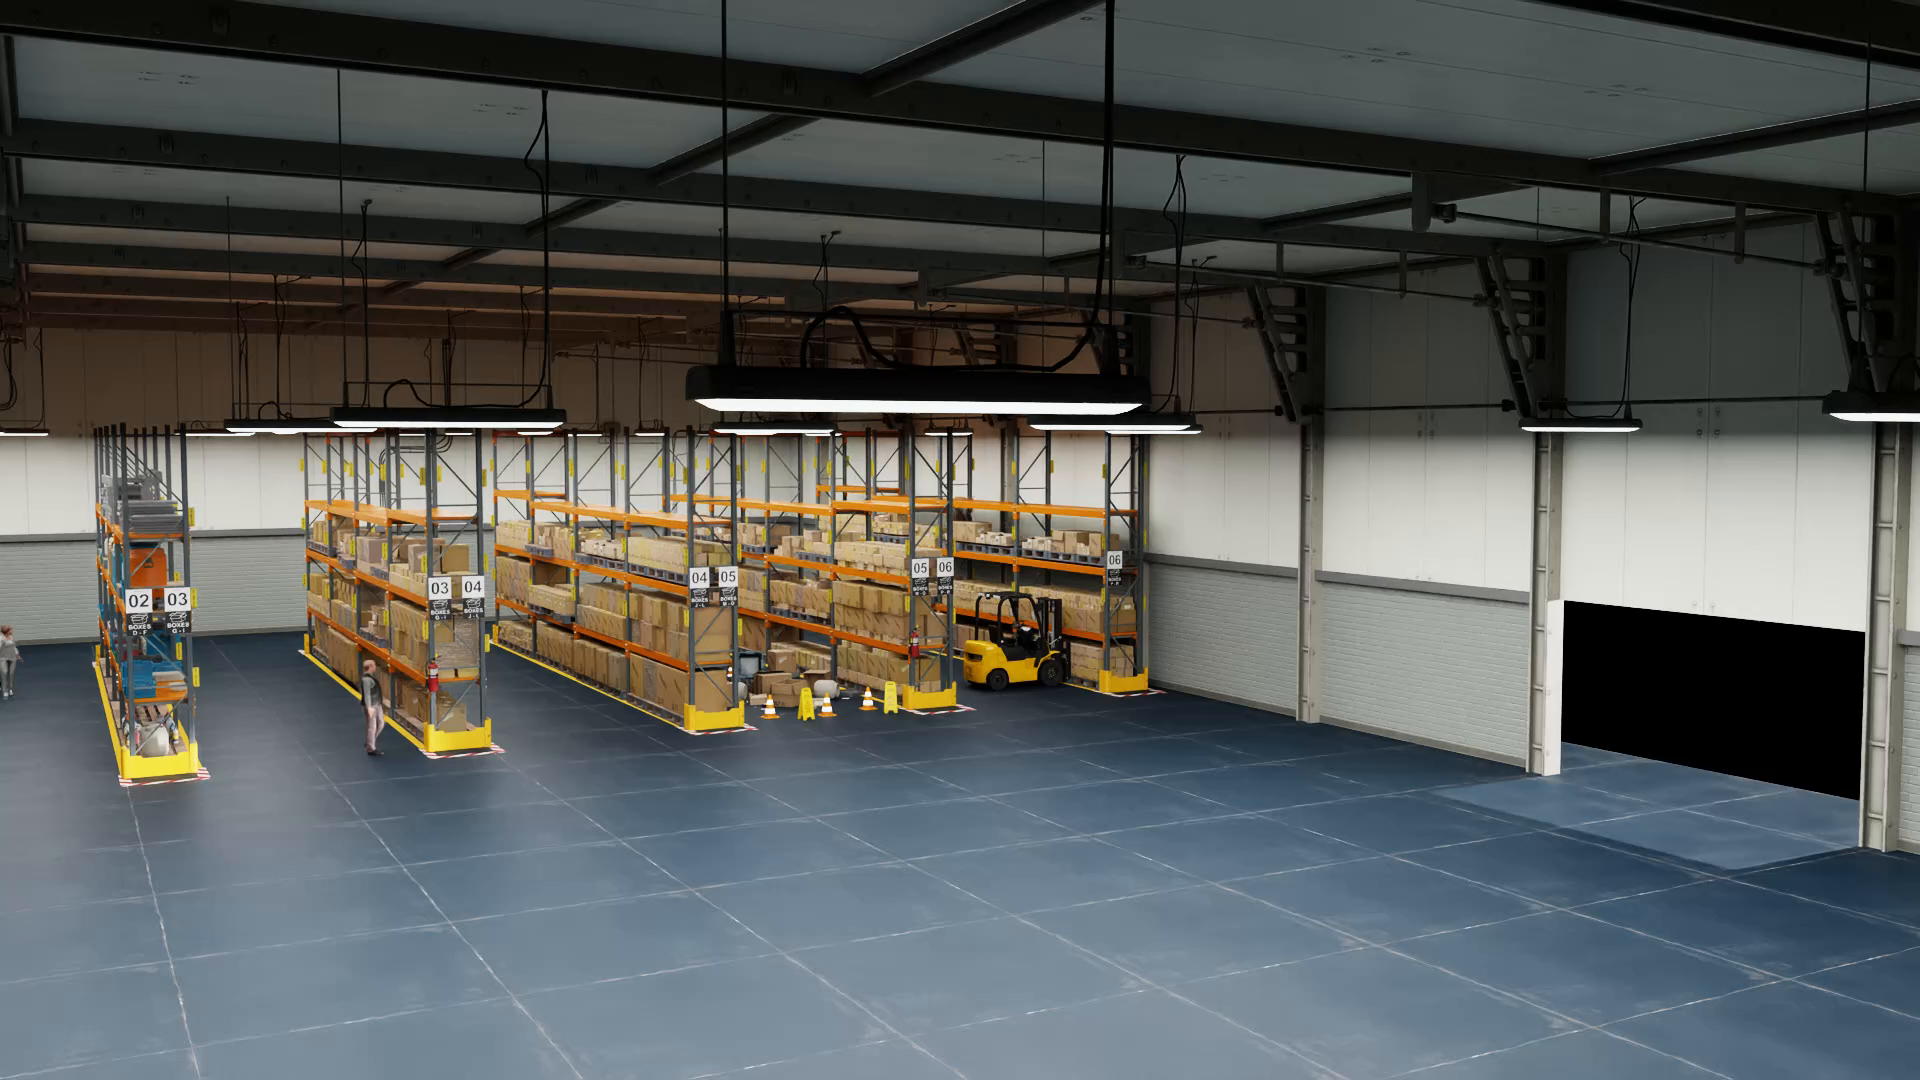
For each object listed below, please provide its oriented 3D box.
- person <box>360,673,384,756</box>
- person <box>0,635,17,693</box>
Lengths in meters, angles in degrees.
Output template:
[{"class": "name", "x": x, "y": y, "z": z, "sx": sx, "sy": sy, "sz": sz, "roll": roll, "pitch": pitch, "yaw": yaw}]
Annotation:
[{"class": "person", "x": -18.114, "y": 2.740, "z": 37.156, "sx": 15.134, "sy": 1.507, "sz": 14.493, "roll": 0, "pitch": 3, "yaw": -1}, {"class": "person", "x": -21.162, "y": 2.734, "z": 36.952, "sx": 0.366, "sy": 1.268, "sz": 0.598, "roll": -3, "pitch": 4, "yaw": -37}]
